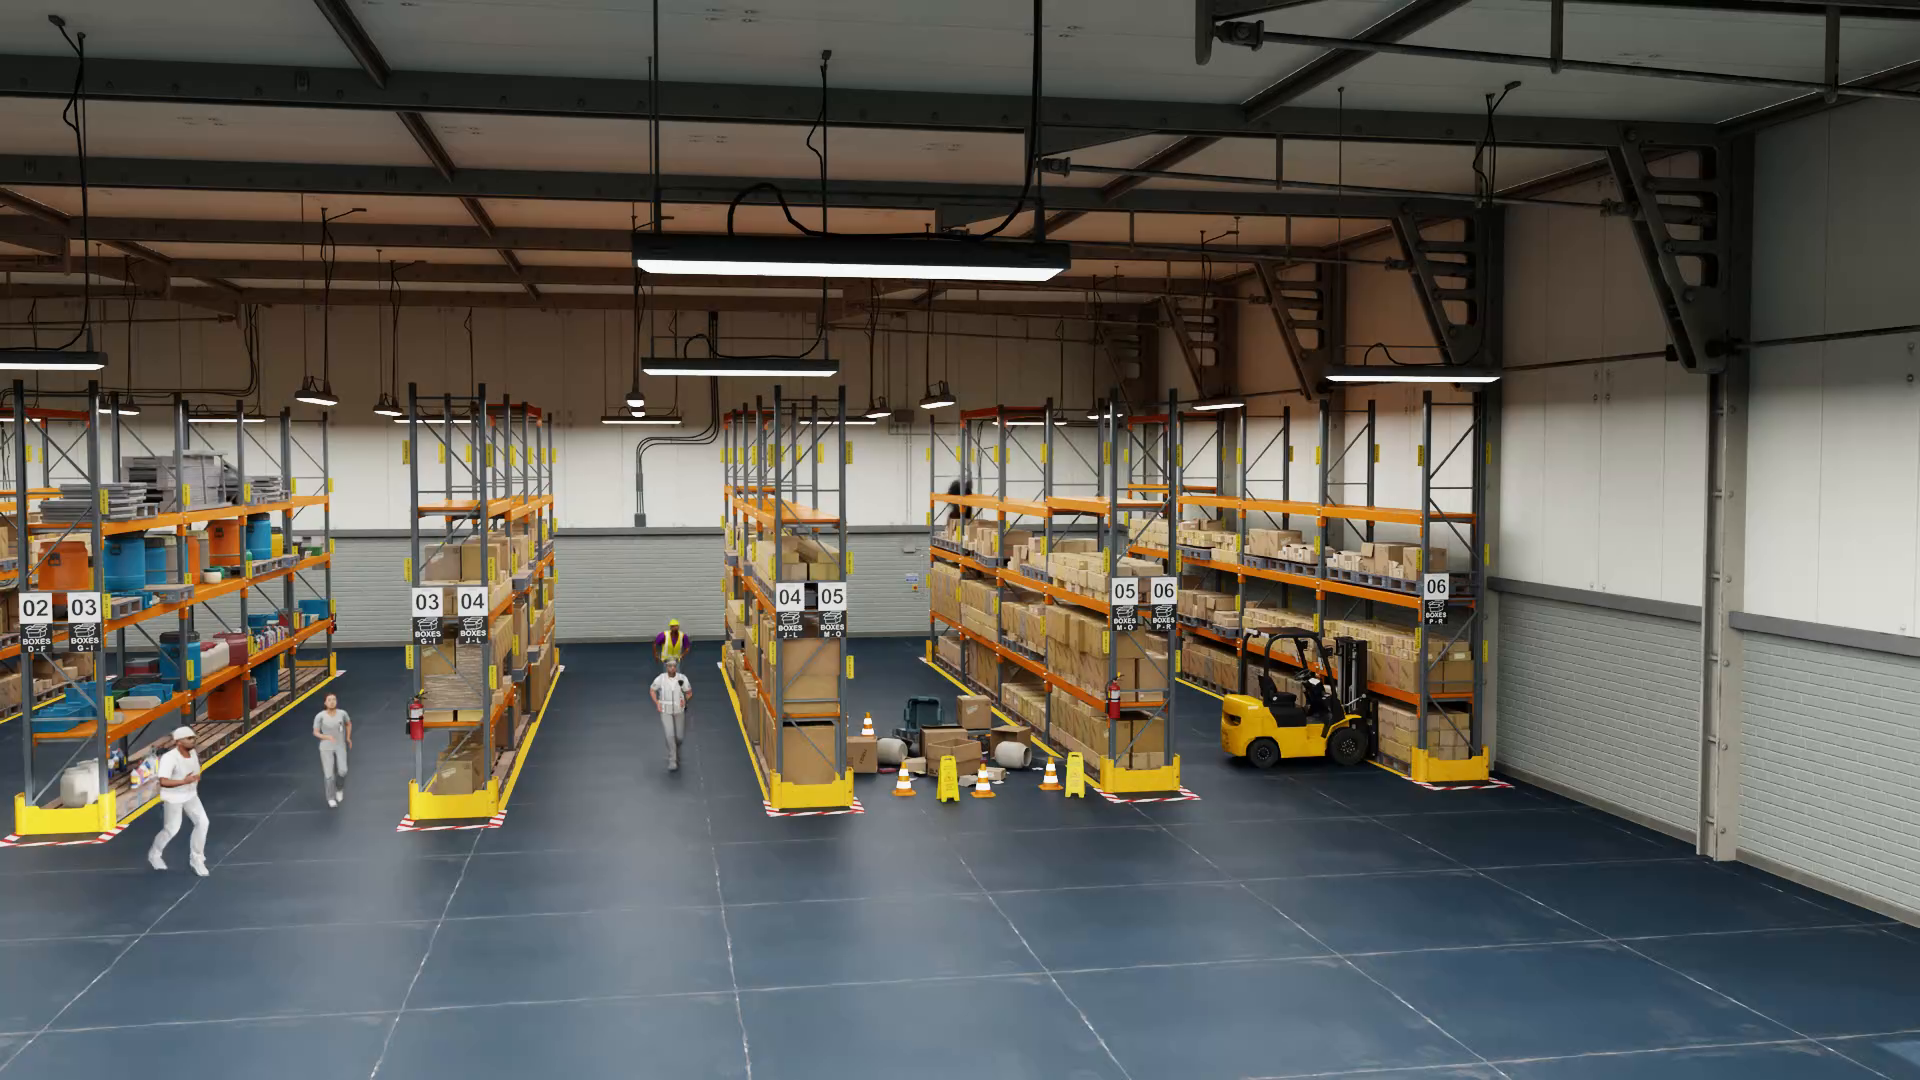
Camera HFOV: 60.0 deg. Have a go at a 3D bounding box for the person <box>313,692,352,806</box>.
[{"bbox_3d":[-8.895,2.949,23.636,0.549,1.573,0.577,-2,3,-30],"label":"person"}]

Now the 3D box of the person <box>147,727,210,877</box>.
[{"bbox_3d":[-9.360,3.123,19.867,0.858,1.809,0.728,1,3,16],"label":"person"}]

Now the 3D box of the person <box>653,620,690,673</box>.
[{"bbox_3d":[-5.843,2.457,33.709,0.740,1.717,0.699,-1,3,-16],"label":"person"}]

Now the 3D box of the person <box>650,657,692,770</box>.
[{"bbox_3d":[-4.656,2.762,26.841,0.670,1.780,0.781,-1,3,-17],"label":"person"}]

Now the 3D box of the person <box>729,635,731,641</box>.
[{"bbox_3d":[-5.403,2.087,40.848,0.588,1.669,0.764,-1,3,-10],"label":"person"}]
